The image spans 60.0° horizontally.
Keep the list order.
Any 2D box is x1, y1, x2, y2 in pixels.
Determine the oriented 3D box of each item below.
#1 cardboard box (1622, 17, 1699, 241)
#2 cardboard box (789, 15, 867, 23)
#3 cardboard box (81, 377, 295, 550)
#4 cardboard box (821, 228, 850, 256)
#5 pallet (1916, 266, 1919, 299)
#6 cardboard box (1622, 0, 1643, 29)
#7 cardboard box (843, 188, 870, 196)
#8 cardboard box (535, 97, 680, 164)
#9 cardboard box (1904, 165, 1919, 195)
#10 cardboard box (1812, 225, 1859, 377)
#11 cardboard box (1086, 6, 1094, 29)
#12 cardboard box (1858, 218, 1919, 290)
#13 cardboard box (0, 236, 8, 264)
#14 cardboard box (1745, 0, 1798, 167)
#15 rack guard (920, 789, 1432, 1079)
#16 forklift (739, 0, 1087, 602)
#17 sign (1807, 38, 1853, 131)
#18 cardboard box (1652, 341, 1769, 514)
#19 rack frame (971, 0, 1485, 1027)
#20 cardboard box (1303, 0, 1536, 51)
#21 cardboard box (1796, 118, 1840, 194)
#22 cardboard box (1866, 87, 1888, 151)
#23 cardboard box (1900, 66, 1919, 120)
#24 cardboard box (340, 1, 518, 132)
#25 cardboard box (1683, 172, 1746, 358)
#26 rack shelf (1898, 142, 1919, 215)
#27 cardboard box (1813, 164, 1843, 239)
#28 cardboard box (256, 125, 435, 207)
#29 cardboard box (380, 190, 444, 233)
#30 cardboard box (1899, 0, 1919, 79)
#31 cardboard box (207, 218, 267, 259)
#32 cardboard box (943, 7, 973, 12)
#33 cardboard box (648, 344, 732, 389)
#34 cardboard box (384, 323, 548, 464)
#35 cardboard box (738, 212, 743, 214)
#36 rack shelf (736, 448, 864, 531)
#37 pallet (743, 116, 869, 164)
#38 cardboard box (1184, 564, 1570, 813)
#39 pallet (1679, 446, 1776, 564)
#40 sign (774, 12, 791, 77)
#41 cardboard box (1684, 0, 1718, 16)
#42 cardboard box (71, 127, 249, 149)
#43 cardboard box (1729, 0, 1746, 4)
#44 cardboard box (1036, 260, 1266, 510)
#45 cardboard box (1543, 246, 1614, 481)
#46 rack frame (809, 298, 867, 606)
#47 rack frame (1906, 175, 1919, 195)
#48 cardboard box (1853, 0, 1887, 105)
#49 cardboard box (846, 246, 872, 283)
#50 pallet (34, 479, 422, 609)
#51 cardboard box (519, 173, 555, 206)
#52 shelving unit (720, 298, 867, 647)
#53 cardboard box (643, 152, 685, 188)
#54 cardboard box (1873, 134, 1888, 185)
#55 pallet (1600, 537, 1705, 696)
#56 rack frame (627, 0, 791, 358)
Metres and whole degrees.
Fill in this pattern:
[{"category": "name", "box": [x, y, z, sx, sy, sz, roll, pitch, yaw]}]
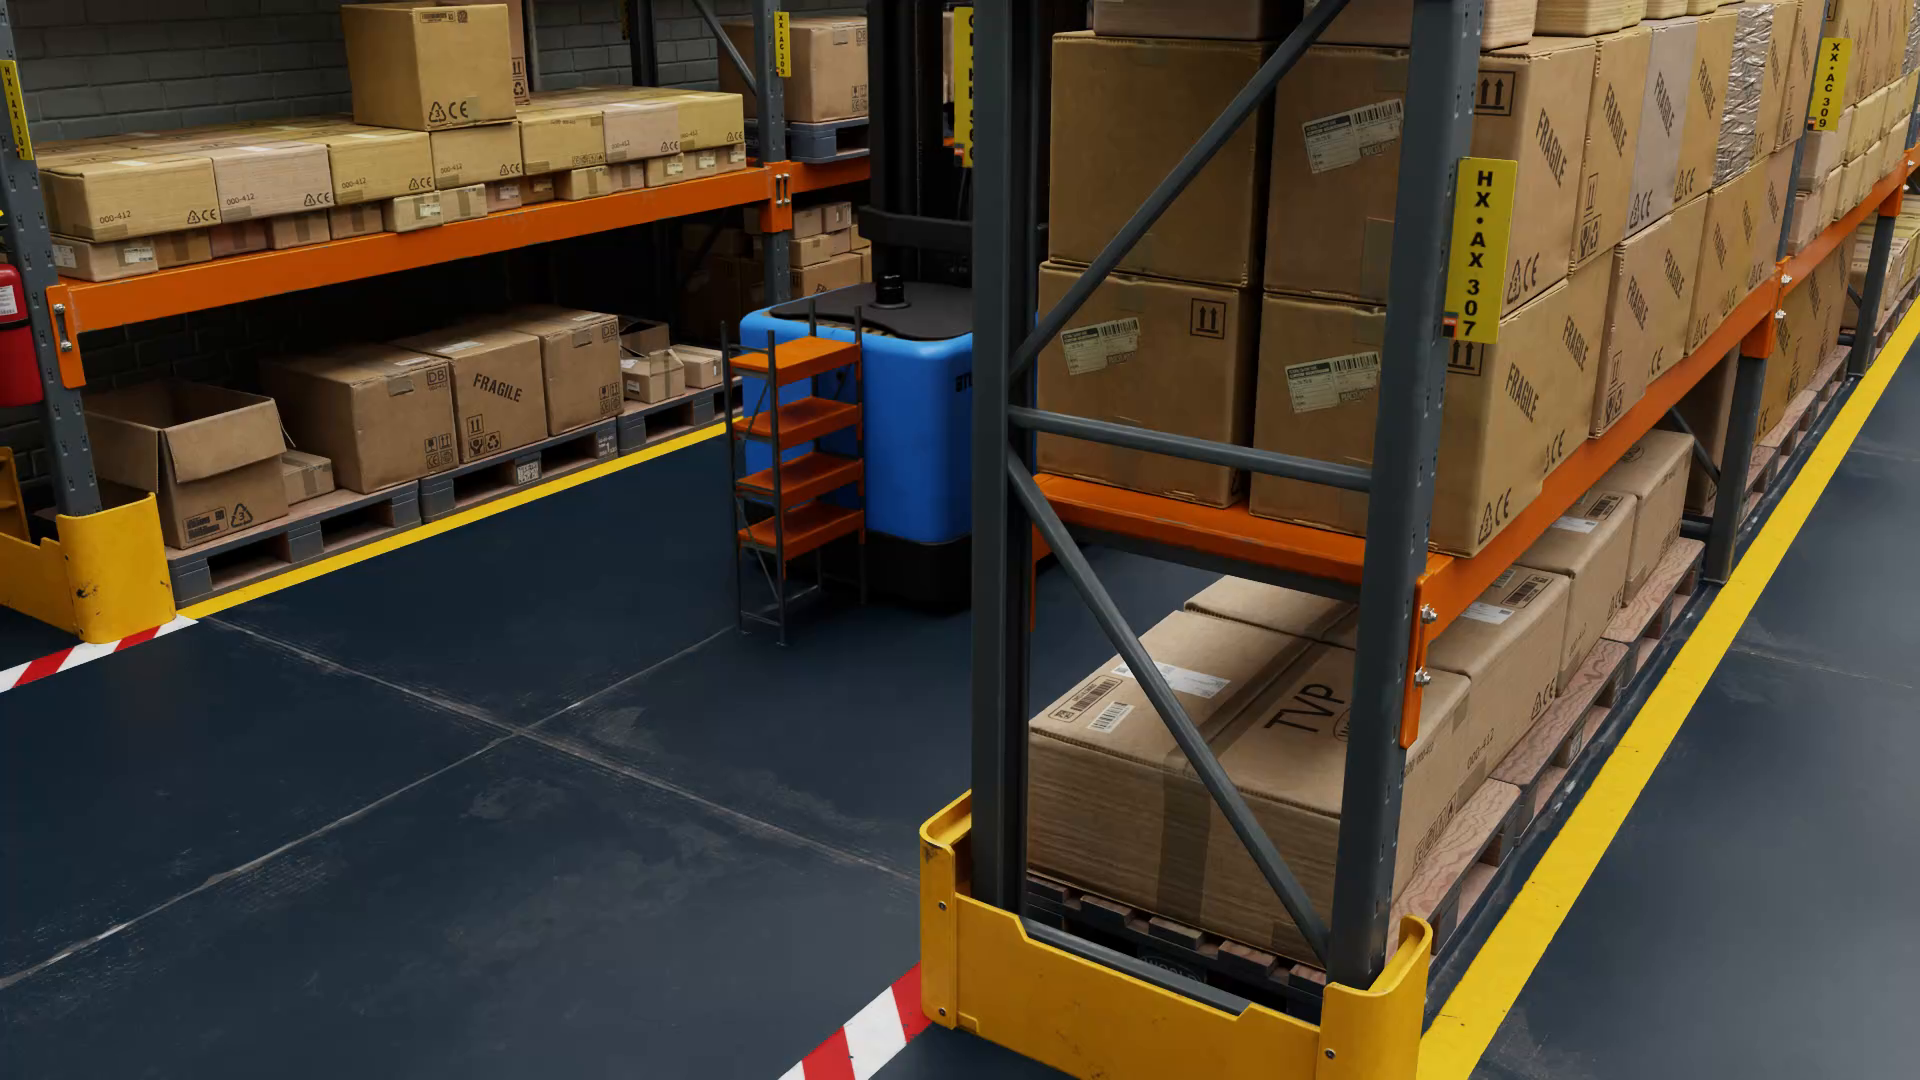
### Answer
[{"category": "cardboard box", "box": [1.545, -1.079, 4.274, 0.500, 0.500, 0.500, 13, 24, 31]}, {"category": "cardboard box", "box": [-0.639, -2.785, 9.720, 0.700, 0.500, 0.500, 14, 24, 32]}, {"category": "cardboard box", "box": [-3.213, -0.333, 6.833, 0.797, 0.503, 0.637, 12, 24, 30]}, {"category": "cardboard box", "box": [-0.873, -1.772, 9.793, 0.380, 0.149, 0.250, 13, 24, 30]}, {"category": "pallet", "box": [6.781, -2.094, 12.622, 1.003, 0.211, 1.213, 13, 24, 32]}, {"category": "cardboard box", "box": [1.363, -1.271, 3.856, 0.380, 0.149, 0.250, 12, 24, 30]}, {"category": "cardboard box", "box": [-0.559, -2.234, 11.044, 0.380, 0.149, 0.250, 12, 24, 30]}, {"category": "cardboard box", "box": [-1.741, -2.026, 8.206, 0.500, 0.250, 0.500, 13, 24, 32]}, {"category": "cardboard box", "box": [7.773, -3.001, 13.332, 0.500, 0.500, 0.500, 15, 25, 34]}, {"category": "cardboard box", "box": [4.512, -1.496, 9.444, 0.875, 0.875, 0.875, 13, 24, 31]}, {"category": "cardboard box", "box": [0.877, -3.929, 12.483, 0.380, 0.149, 0.250, 14, 25, 34]}, {"category": "cardboard box", "box": [6.134, -2.032, 11.618, 0.950, 0.372, 0.625, 14, 25, 34]}, {"category": "cardboard box", "box": [-3.671, -1.179, 6.491, 0.380, 0.149, 0.250, 13, 24, 31]}, {"category": "cardboard box", "box": [2.392, -1.513, 5.446, 0.500, 0.500, 0.500, 13, 24, 31]}, {"category": "rack guard", "box": [0.458, 0.997, 3.850, 1.175, 0.500, 0.348, 13, 24, 32]}, {"category": "forklift", "box": [0.361, -1.586, 7.329, 1.130, 2.935, 3.031, 14, 24, 32]}, {"category": "sign", "box": [3.180, -1.666, 6.082, 0.100, 0.325, 0.005, 13, 24, 32]}, {"category": "cardboard box", "box": [3.003, -0.724, 7.356, 0.875, 0.875, 0.875, 14, 25, 33]}, {"category": "rack frame", "box": [0.472, -0.183, 3.435, 1.000, 3.000, 0.127, 13, 24, 32]}, {"category": "cardboard box", "box": [0.901, -1.050, 3.261, 0.380, 0.149, 0.250, 14, 24, 33]}, {"category": "cardboard box", "box": [3.201, -1.566, 6.669, 0.500, 0.250, 0.500, 12, 24, 30]}, {"category": "cardboard box", "box": [4.059, -2.006, 7.859, 0.500, 0.250, 0.500, 12, 24, 30]}, {"category": "cardboard box", "box": [4.907, -2.453, 9.070, 0.500, 0.250, 0.500, 13, 24, 32]}, {"category": "cardboard box", "box": [-2.314, -2.078, 7.267, 0.500, 0.500, 0.500, 14, 24, 33]}, {"category": "cardboard box", "box": [2.116, -0.898, 5.226, 0.500, 0.500, 0.500, 13, 24, 31]}, {"category": "rack shelf", "box": [6.093, -2.714, 11.316, 1.077, 0.370, 4.000, 13, 24, 32]}, {"category": "cardboard box", "box": [3.476, -1.483, 7.168, 0.500, 0.250, 0.500, 13, 24, 31]}, {"category": "cardboard box", "box": [-2.592, -1.587, 7.019, 0.500, 0.250, 0.500, 13, 24, 31]}, {"category": "cardboard box", "box": [-2.458, -1.432, 7.176, 0.380, 0.149, 0.250, 12, 24, 30]}, {"category": "cardboard box", "box": [4.613, -2.646, 8.508, 0.500, 0.500, 0.500, 14, 24, 33]}, {"category": "cardboard box", "box": [-3.000, -1.237, 6.647, 0.380, 0.149, 0.250, 13, 24, 31]}, {"category": "cardboard box", "box": [0.097, -3.186, 10.800, 0.797, 0.503, 0.637, 13, 24, 31]}, {"category": "cardboard box", "box": [-1.457, -0.940, 8.986, 0.380, 0.149, 0.250, 12, 24, 30]}, {"category": "cardboard box", "box": [-2.320, -0.701, 7.834, 0.500, 0.500, 0.500, 14, 24, 33]}, {"category": "cardboard box", "box": [-1.145, -1.936, 10.237, 0.380, 0.149, 0.250, 14, 24, 32]}, {"category": "rack shelf", "box": [-0.608, -0.196, 6.258, 0.258, 0.148, 0.480, 14, 24, 32]}, {"category": "pallet", "box": [-0.847, -2.415, 9.747, 1.003, 0.211, 1.213, 13, 24, 32]}, {"category": "cardboard box", "box": [1.268, 0.349, 5.085, 0.875, 0.438, 0.875, 14, 25, 33]}, {"category": "pallet", "box": [3.092, -0.258, 7.659, 1.003, 0.211, 1.213, 13, 24, 32]}, {"category": "sign", "box": [-0.934, -2.600, 8.721, 0.100, 0.325, 0.005, 13, 24, 32]}, {"category": "cardboard box", "box": [1.807, -1.487, 4.441, 0.380, 0.149, 0.250, 13, 24, 31]}, {"category": "cardboard box", "box": [-3.305, -1.550, 6.919, 0.500, 0.250, 0.500, 13, 24, 32]}, {"category": "cardboard box", "box": [2.186, -1.721, 5.073, 0.380, 0.149, 0.250, 13, 24, 31]}, {"category": "cardboard box", "box": [0.524, -0.419, 3.931, 0.500, 0.500, 0.500, 13, 24, 32]}, {"category": "cardboard box", "box": [1.241, -0.462, 4.045, 0.500, 0.500, 0.500, 13, 24, 31]}, {"category": "rack frame", "box": [-0.468, -0.328, 6.422, 0.240, 1.200, 0.015, 14, 24, 32]}, {"category": "rack frame", "box": [7.218, -3.626, 12.743, 1.000, 3.000, 0.127, 13, 24, 32]}, {"category": "cardboard box", "box": [3.753, -2.211, 7.333, 0.500, 0.500, 0.500, 13, 24, 31]}, {"category": "cardboard box", "box": [-0.637, -1.571, 10.187, 0.500, 0.500, 0.500, 13, 24, 31]}, {"category": "pallet", "box": [-3.145, -0.092, 7.210, 1.003, 0.211, 1.213, 13, 24, 32]}, {"category": "cardboard box", "box": [-2.139, -1.679, 7.843, 0.380, 0.149, 0.250, 14, 24, 33]}, {"category": "shelving unit", "box": [-0.608, -0.259, 6.235, 0.258, 1.200, 0.503, 14, 24, 32]}, {"category": "cardboard box", "box": [-1.612, -1.880, 8.387, 0.380, 0.149, 0.250, 14, 24, 33]}, {"category": "cardboard box", "box": [4.329, -1.921, 8.350, 0.500, 0.250, 0.500, 13, 24, 31]}, {"category": "pallet", "box": [2.228, 0.181, 6.473, 1.003, 0.211, 1.213, 13, 24, 32]}, {"category": "rack frame", "box": [-1.387, -2.297, 9.151, 1.000, 3.000, 0.127, 13, 24, 32]}]
